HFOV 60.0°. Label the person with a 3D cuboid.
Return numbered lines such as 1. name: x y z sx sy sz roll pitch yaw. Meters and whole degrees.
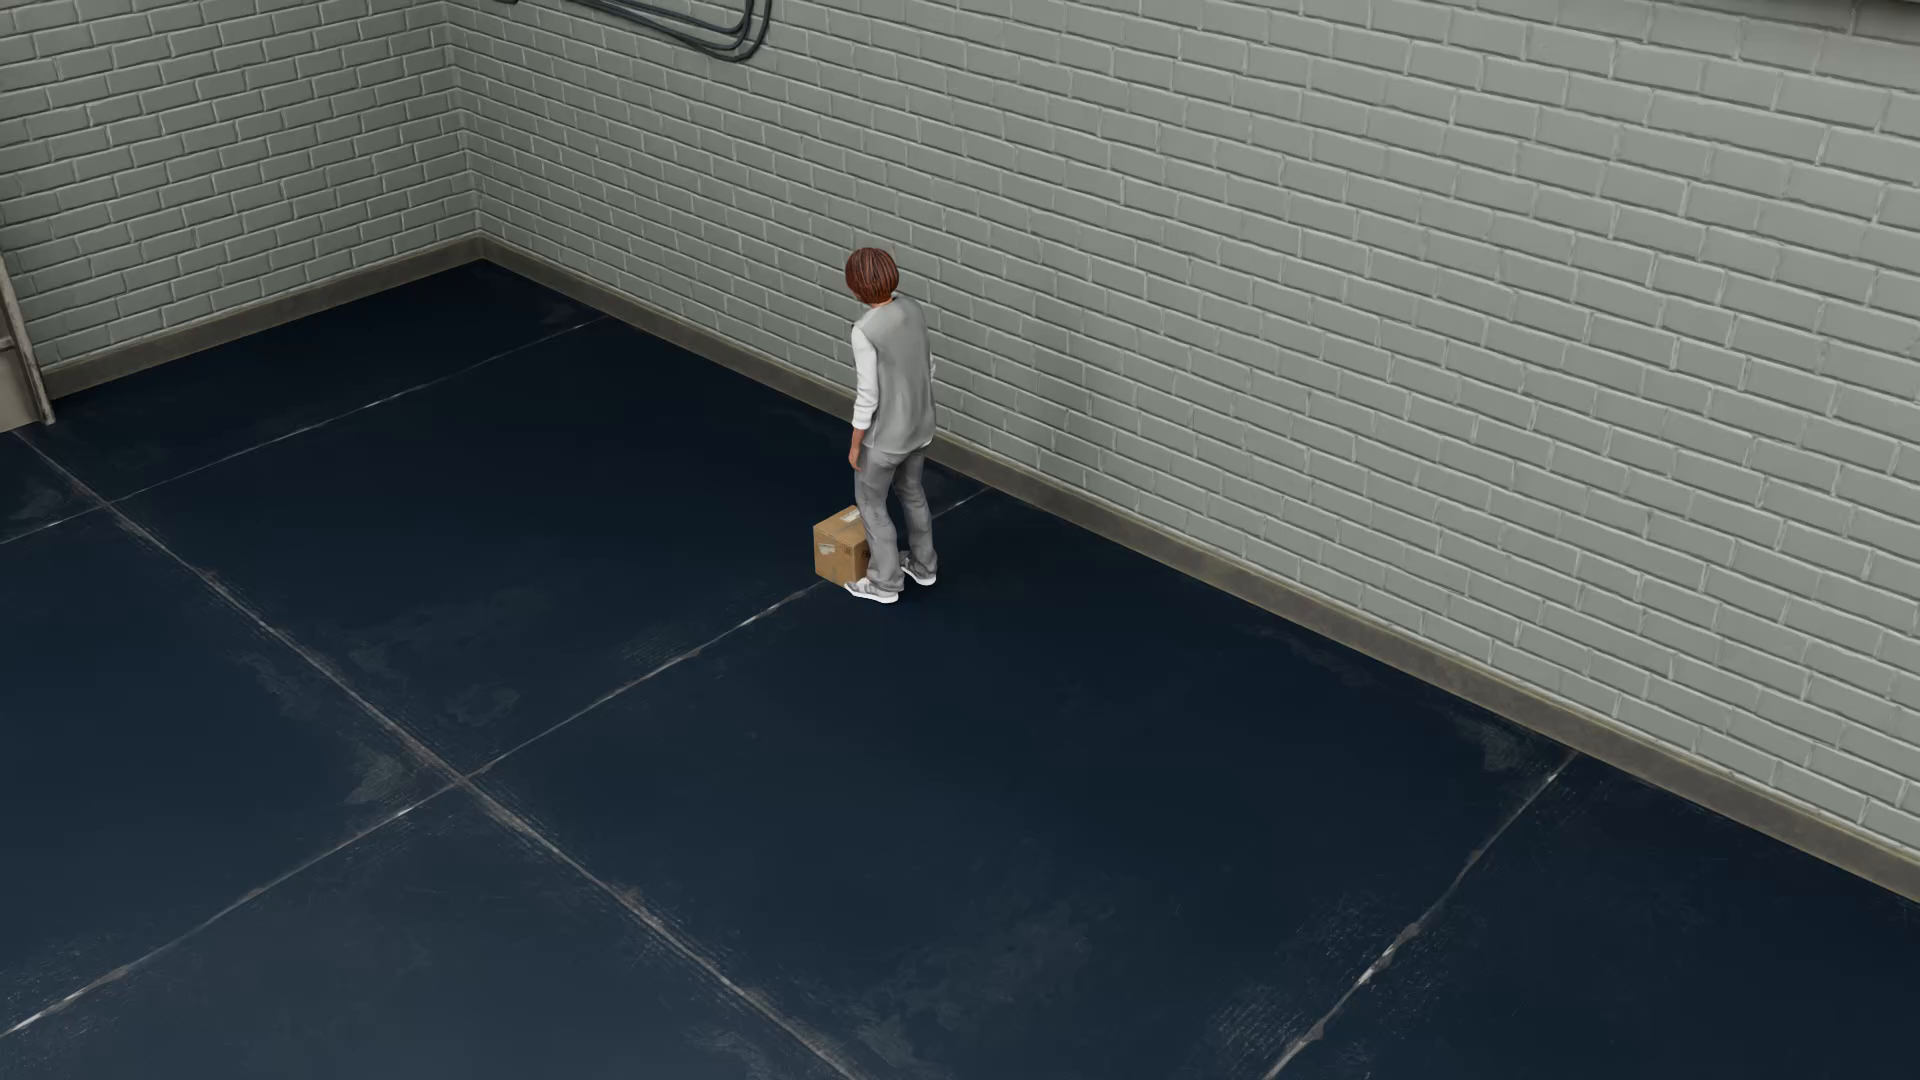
1. person: -0.294 -0.453 6.878 0.377 1.592 0.477 23 38 32
